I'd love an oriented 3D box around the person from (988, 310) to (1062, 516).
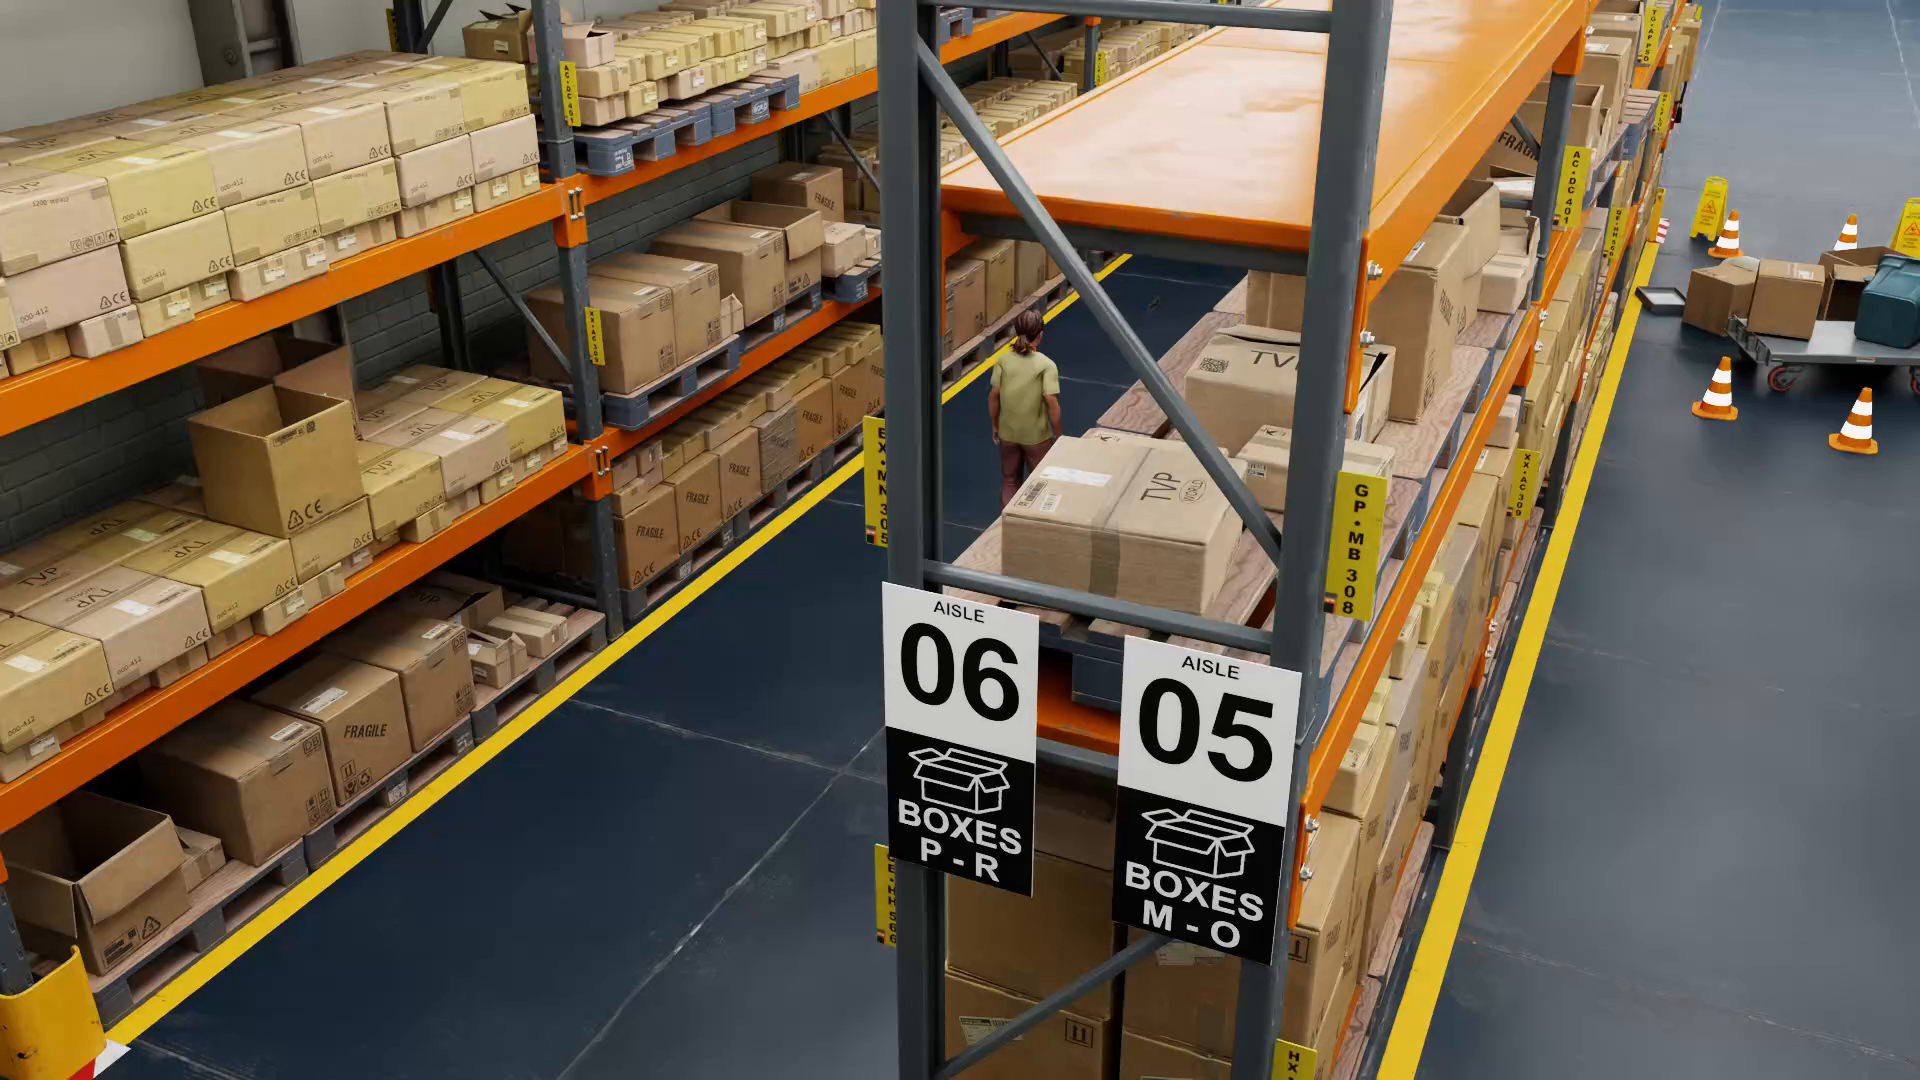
[{"bbox_3d":[0.434,-0.674,10.788,0.499,1.673,0.355,11,28,22],"label":"person"}]
